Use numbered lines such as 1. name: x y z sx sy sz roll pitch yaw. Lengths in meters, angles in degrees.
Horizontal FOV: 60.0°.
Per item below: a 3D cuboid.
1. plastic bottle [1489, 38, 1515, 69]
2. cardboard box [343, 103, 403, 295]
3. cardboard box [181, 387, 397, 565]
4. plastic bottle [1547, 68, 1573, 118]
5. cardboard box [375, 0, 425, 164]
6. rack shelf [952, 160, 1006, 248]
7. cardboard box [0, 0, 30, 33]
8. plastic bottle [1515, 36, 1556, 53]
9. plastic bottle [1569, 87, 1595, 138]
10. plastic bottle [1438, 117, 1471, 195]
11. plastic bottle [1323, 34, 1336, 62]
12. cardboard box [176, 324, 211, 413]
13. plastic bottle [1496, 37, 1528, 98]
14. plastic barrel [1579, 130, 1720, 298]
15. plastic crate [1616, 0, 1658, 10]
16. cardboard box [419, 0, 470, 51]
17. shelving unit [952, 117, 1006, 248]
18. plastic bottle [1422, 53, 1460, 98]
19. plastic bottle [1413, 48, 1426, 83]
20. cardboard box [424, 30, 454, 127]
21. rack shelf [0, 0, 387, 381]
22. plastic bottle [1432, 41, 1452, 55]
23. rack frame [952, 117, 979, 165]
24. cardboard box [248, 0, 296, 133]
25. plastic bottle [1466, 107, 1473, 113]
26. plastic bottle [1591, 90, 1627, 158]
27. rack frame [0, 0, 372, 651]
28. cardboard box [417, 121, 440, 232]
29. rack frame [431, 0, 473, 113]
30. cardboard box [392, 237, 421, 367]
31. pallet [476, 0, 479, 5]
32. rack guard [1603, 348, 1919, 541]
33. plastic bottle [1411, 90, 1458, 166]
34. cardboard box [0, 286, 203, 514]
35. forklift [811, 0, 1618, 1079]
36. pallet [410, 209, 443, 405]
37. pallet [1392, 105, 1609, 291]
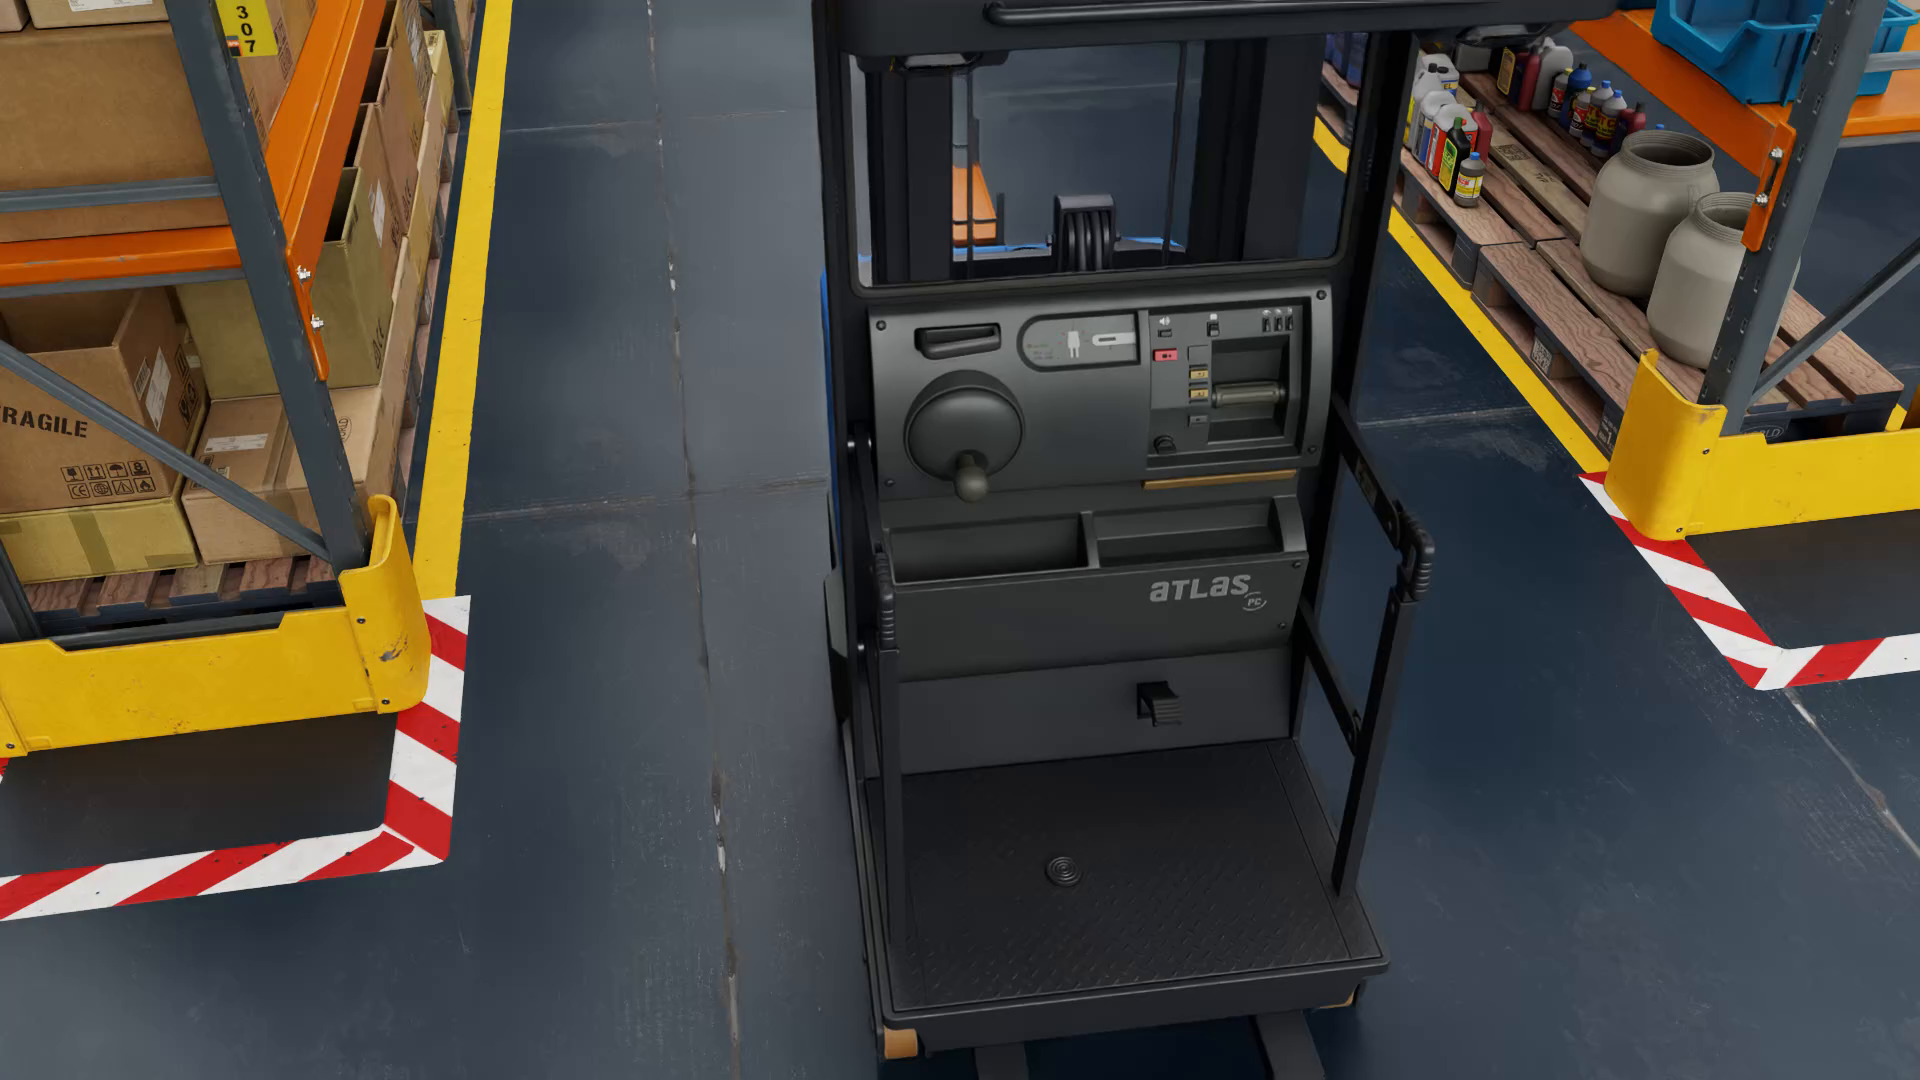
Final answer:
1. plastic bottle: 2.499 -2.371 7.657 0.144 0.351 0.185 -8 39 -10
2. cardboard box: -2.172 -1.097 5.505 0.500 0.500 0.500 -6 38 -8
3. cardboard box: -1.982 -0.198 4.959 0.500 0.250 0.500 -6 38 -8
4. plastic bottle: 2.628 -1.950 7.237 0.097 0.201 0.097 0 38 0
5. cardboard box: -2.344 -1.701 6.283 0.500 0.500 0.500 -6 38 -8
6. rack shelf: -0.031 -0.922 4.819 0.258 0.148 0.480 -5 38 -6
7. cardboard box: -2.362 -1.276 3.838 0.380 0.149 0.250 -7 38 -9
8. plastic bottle: 2.556 -2.176 7.406 0.144 0.351 0.185 -6 38 -8
9. plastic bottle: 2.664 -1.826 7.077 0.097 0.201 0.097 0 38 0
10. plastic bottle: 1.978 -1.533 6.634 0.061 0.283 0.133 -5 38 -7
11. plastic bottle: 1.777 -2.383 7.734 0.152 0.276 0.135 -5 38 -6
12. cardboard box: -2.591 -0.443 5.275 0.500 0.250 0.500 -6 38 -8
13. plastic bottle: 2.460 -2.123 7.393 0.061 0.283 0.133 -6 38 -8
14. plastic barrel: 2.492 -1.176 6.005 0.421 0.512 0.421 0 38 0
15. plastic crate: 2.280 -1.905 5.379 0.499 0.251 0.408 -6 38 -8
16. cardboard box: -2.635 -2.537 7.969 0.500 0.250 0.500 -7 38 -9
17. shelving unit: -0.031 -0.612 5.060 0.258 1.200 0.503 -5 38 -6
18. plastic bottle: 2.051 -1.943 7.168 0.152 0.276 0.135 -6 38 -8
19. plastic bottle: 1.910 -1.942 7.105 0.144 0.351 0.185 -7 38 -8
20. cardboard box: -2.512 -2.010 7.291 0.500 0.250 0.500 -6 38 -8
21. rack shelf: -2.458 -1.694 5.572 1.077 0.370 4.000 -6 38 -8
22. plastic bottle: 2.324 -2.471 7.786 0.144 0.351 0.185 -6 38 -8
23. rack frame: -0.063 -0.760 5.251 0.240 1.200 0.015 -5 38 -6
24. cardboard box: -2.273 -1.410 4.538 0.700 0.500 0.500 -5 38 -7
25. plastic bottle: 2.095 -1.695 6.910 0.097 0.201 0.097 0 38 0
26. plastic bottle: 2.699 -1.733 6.901 0.097 0.271 0.097 0 38 0
27. rack frame: -2.107 -0.771 3.797 1.000 3.000 0.127 -6 38 -8
28. cardboard box: -2.332 -1.406 6.514 0.500 0.250 0.500 -6 38 -8
29. rack frame: -2.808 -3.187 6.907 1.000 3.000 0.127 -6 38 -8
30. cardboard box: -2.160 -0.802 5.736 0.500 0.250 0.500 -6 38 -8
31. pallet: -3.193 -3.265 9.280 1.003 0.211 1.213 -6 38 -8
32. rack guard: 2.711 -0.355 5.299 1.175 0.500 0.348 -6 38 -8
33. plastic bottle: 1.975 -1.700 6.855 0.152 0.276 0.135 -7 38 -9
34. cardboard box: -2.494 -0.439 4.657 0.500 0.500 0.500 -6 38 -8
35. forklift: 0.995 -2.043 4.865 3.137 3.703 7.740 -5 38 -6
36. pallet: -2.493 -0.862 6.188 1.003 0.211 1.213 -6 38 -8
37. pallet: 2.363 -1.467 6.967 1.003 0.211 1.213 -6 38 -8
